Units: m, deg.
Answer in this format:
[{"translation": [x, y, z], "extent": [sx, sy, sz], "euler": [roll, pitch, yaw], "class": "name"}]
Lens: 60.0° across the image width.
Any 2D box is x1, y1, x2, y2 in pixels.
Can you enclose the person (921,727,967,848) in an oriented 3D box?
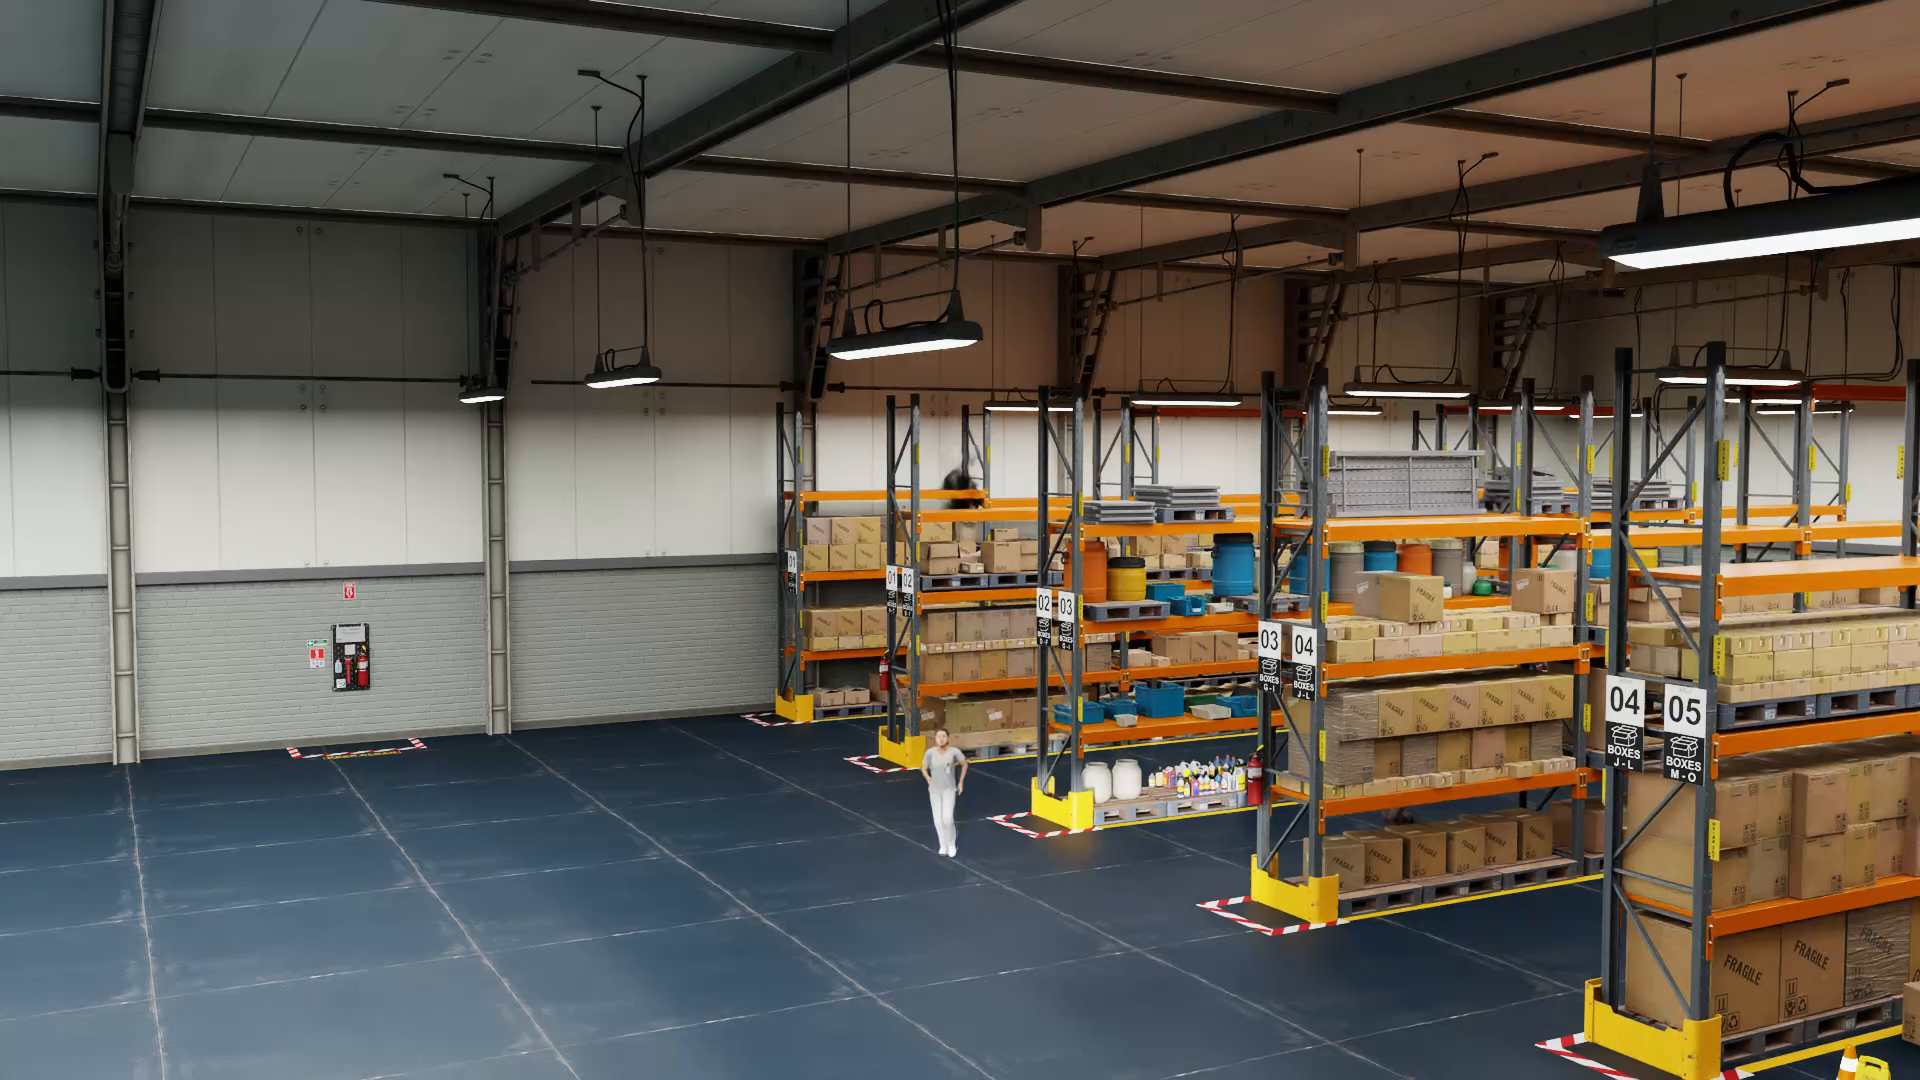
[{"translation": [-0.216, 3.123, 20.817], "extent": [0.556, 1.573, 0.631], "euler": [1, 3, 11], "class": "person"}]
